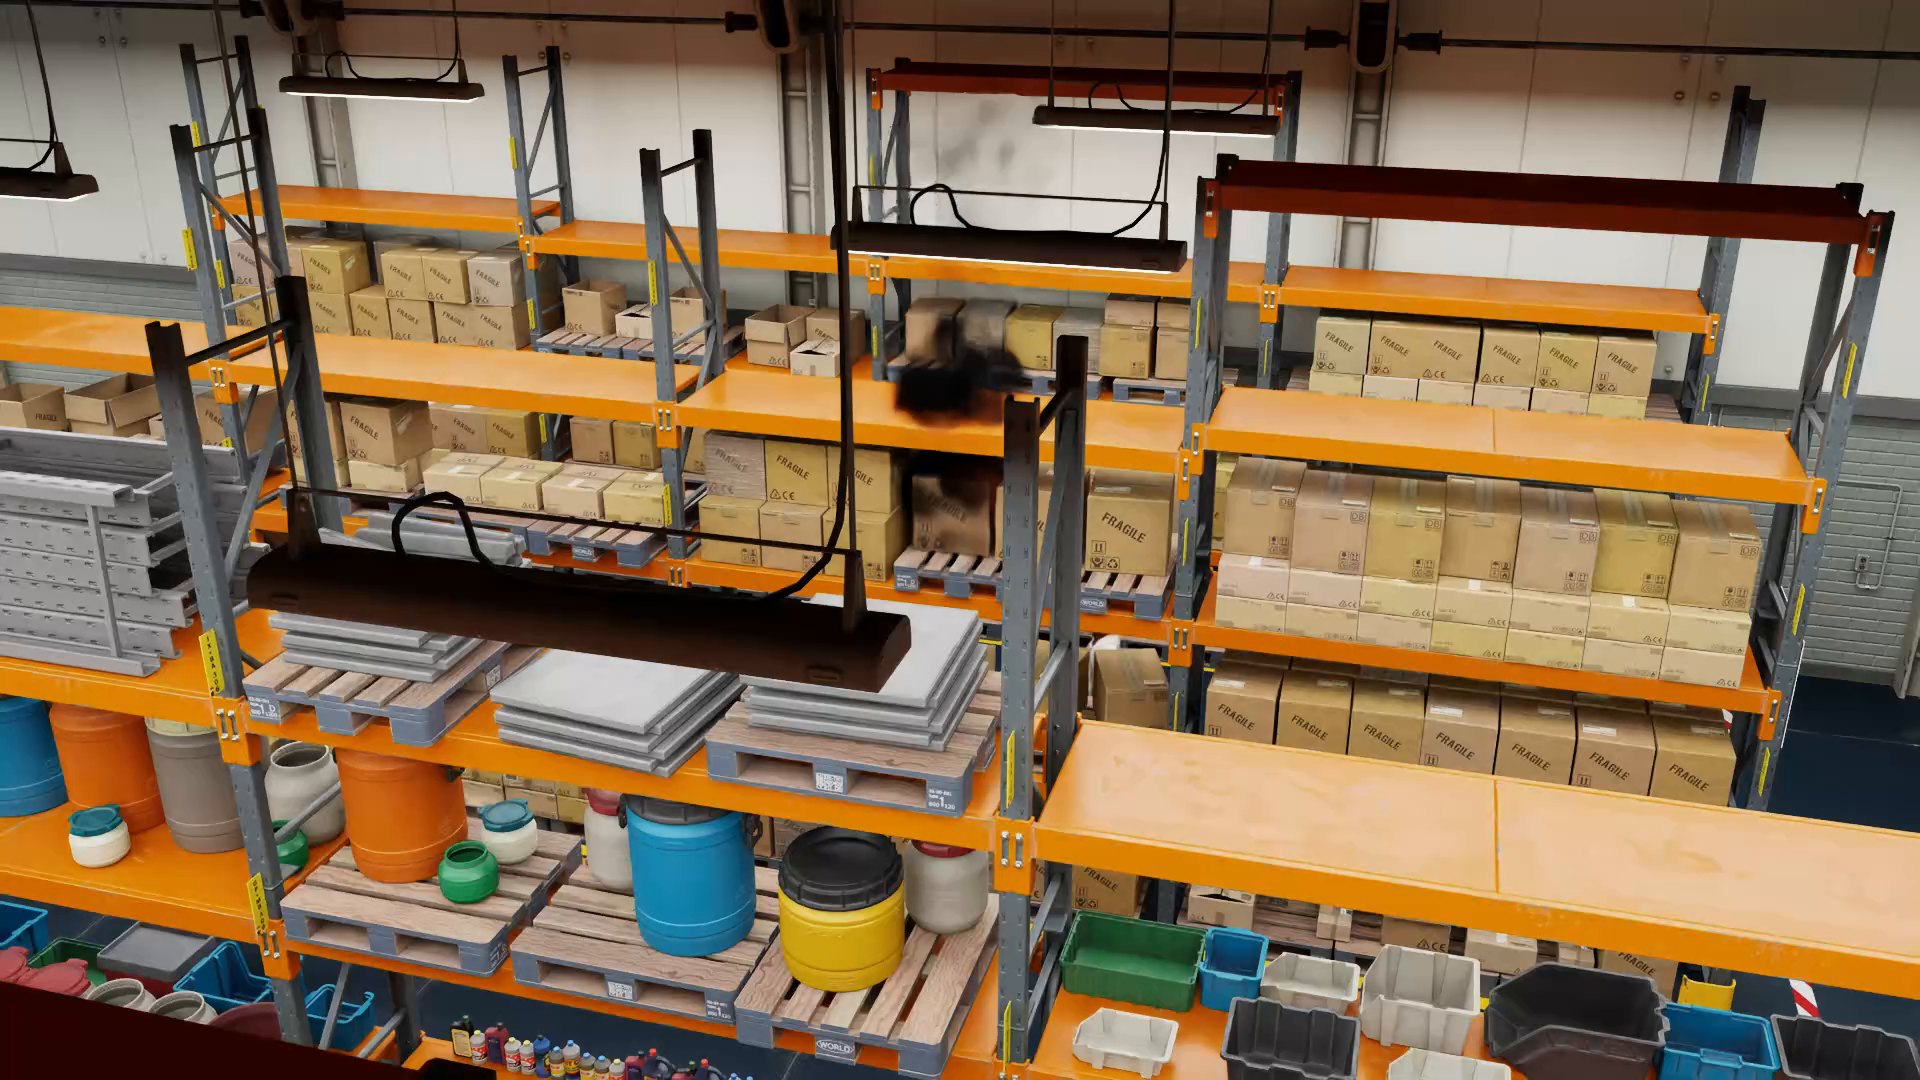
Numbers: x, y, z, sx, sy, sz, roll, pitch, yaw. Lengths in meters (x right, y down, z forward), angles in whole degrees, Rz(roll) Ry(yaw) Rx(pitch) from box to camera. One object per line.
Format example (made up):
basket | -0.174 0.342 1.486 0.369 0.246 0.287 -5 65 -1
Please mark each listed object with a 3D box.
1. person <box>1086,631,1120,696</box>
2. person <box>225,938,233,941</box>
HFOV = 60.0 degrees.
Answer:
person | 1.334 1.421 15.036 0.890 1.796 0.632 6 23 15
person | -5.804 2.491 12.550 0.611 1.752 0.670 3 23 7
